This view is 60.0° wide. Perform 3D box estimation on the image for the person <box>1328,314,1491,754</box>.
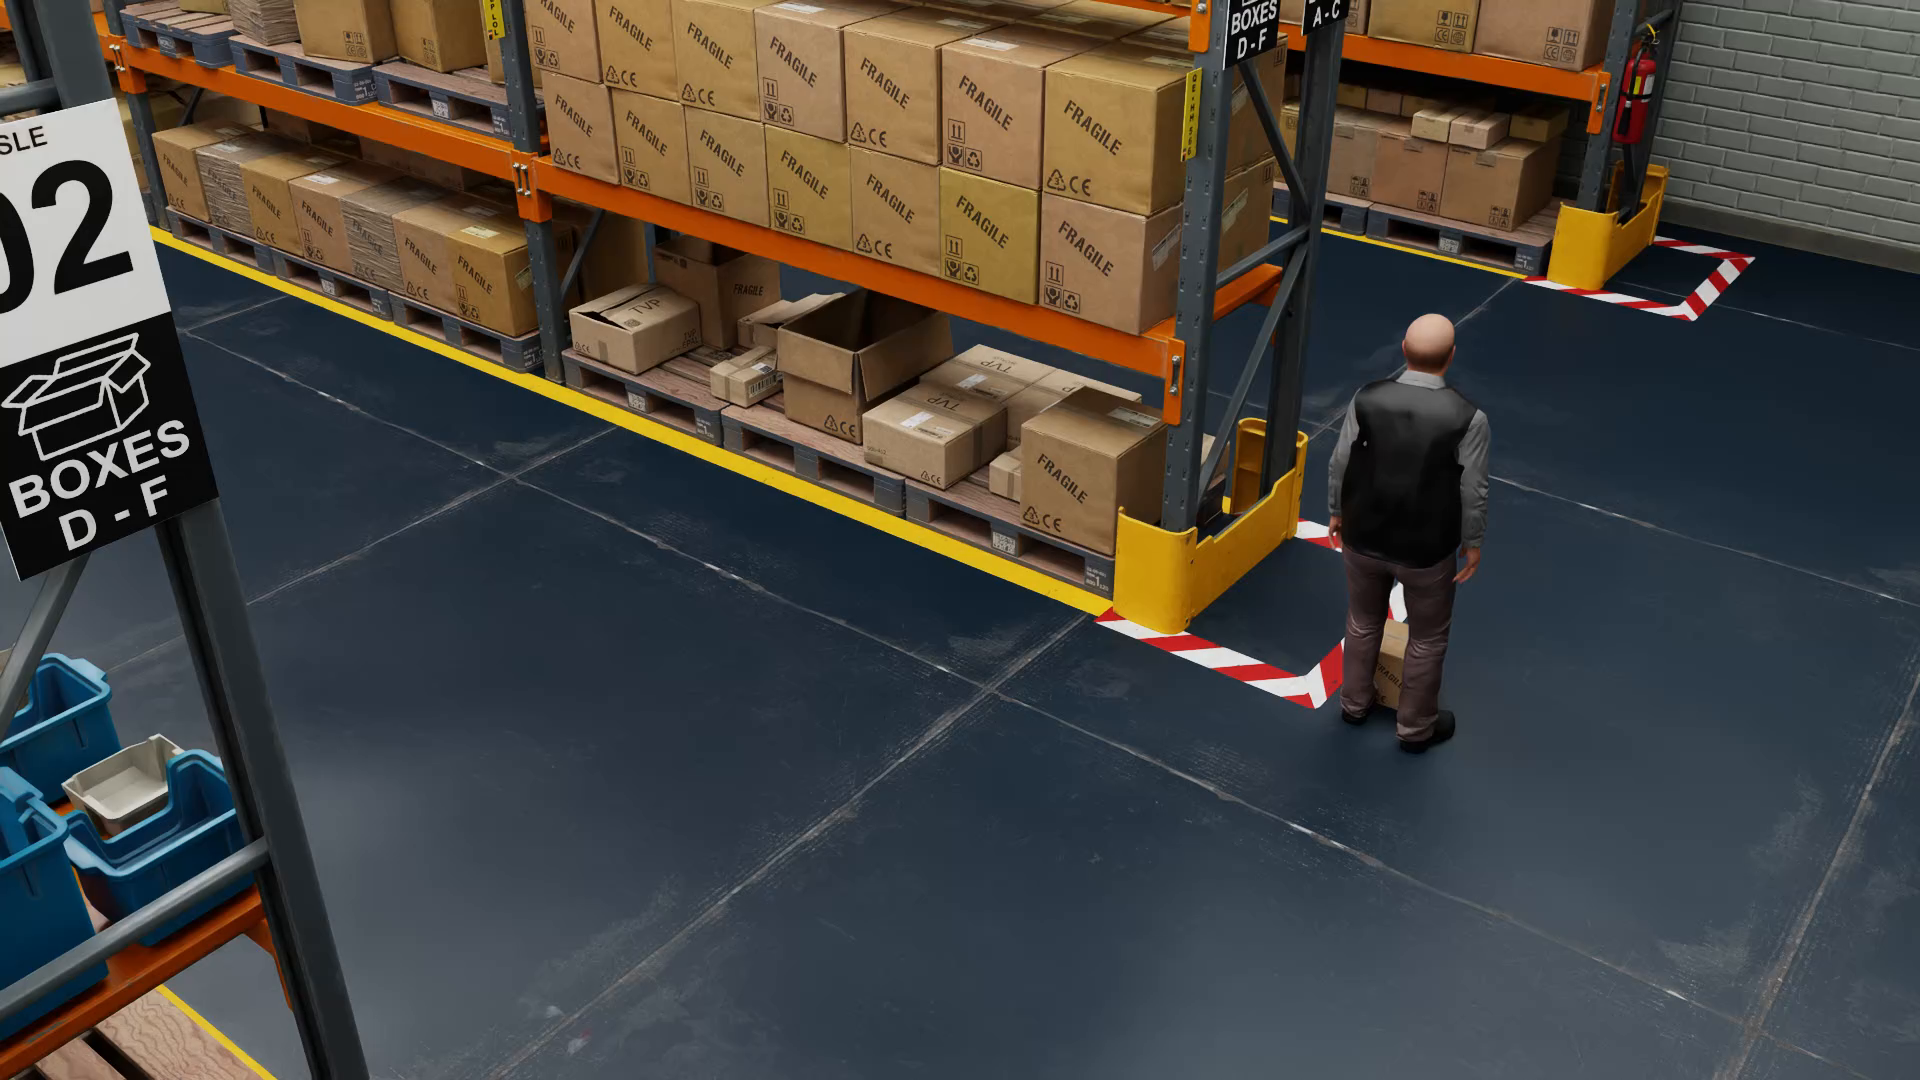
[{"bbox_3d":[1.645,-0.012,6.176,0.593,1.720,0.473,17,35,27],"label":"person"}]
